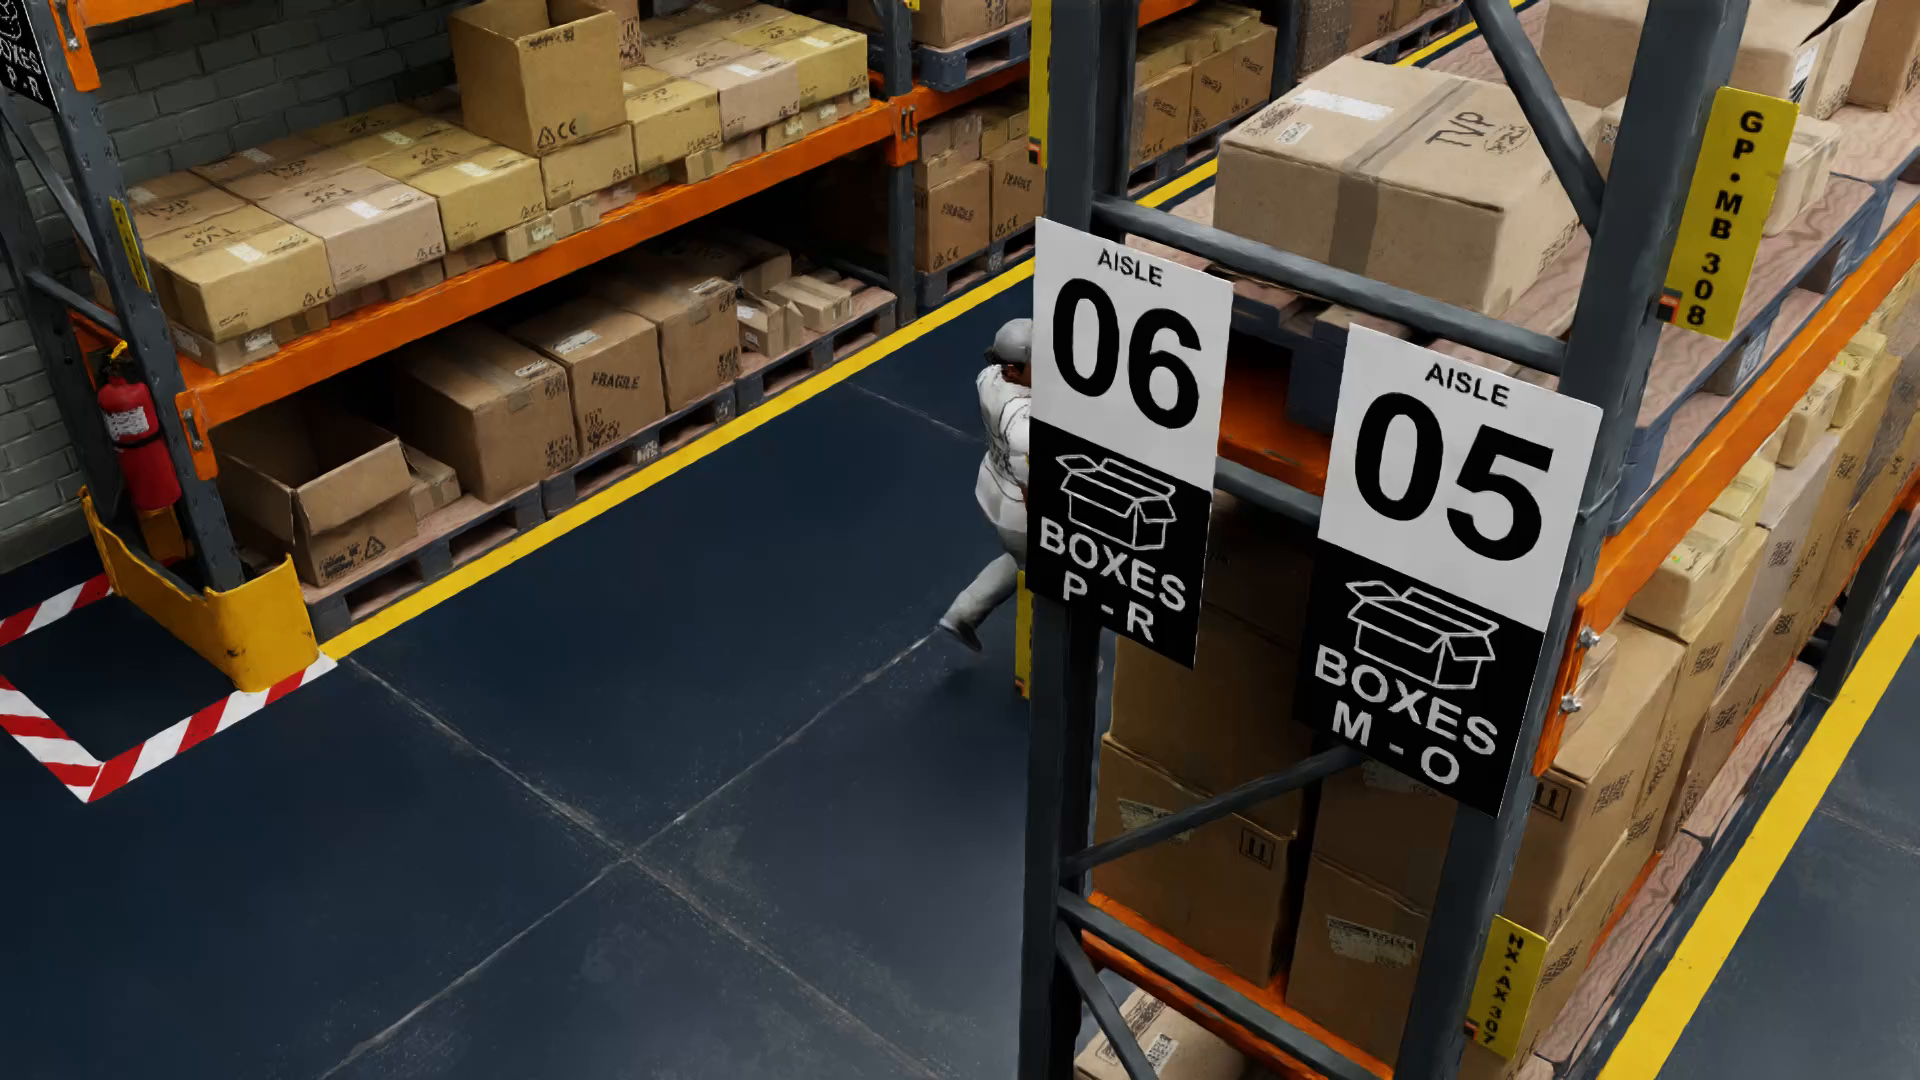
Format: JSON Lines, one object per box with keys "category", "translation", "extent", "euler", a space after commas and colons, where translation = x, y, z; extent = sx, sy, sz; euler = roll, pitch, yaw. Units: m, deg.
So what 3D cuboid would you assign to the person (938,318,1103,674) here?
{"category": "person", "translation": [0.266, -0.109, 6.290], "extent": [0.672, 1.669, 0.517], "euler": [-11, 37, -15]}
